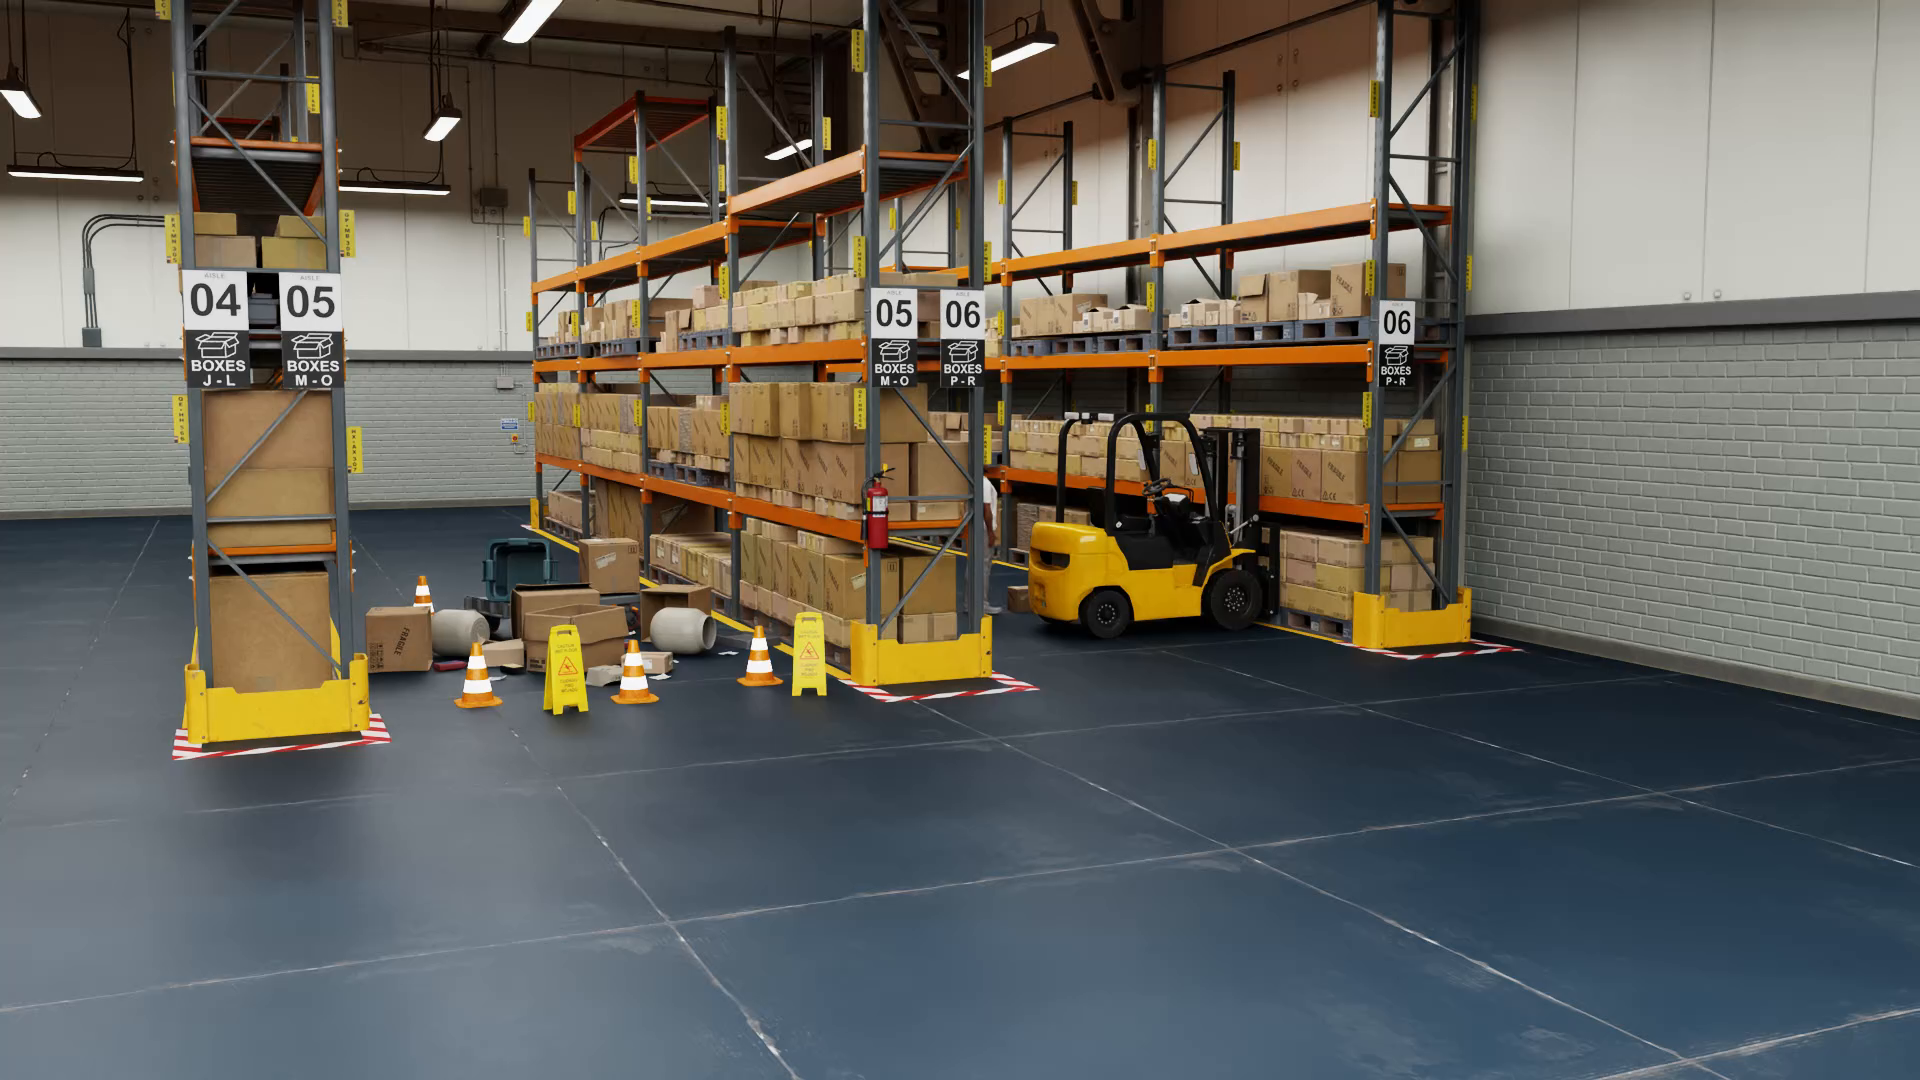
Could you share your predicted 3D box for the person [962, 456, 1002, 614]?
[{"bbox_3d":[0.217,-0.104,17.676,0.364,1.765,0.562,-2,6,-23],"label":"person"}]
